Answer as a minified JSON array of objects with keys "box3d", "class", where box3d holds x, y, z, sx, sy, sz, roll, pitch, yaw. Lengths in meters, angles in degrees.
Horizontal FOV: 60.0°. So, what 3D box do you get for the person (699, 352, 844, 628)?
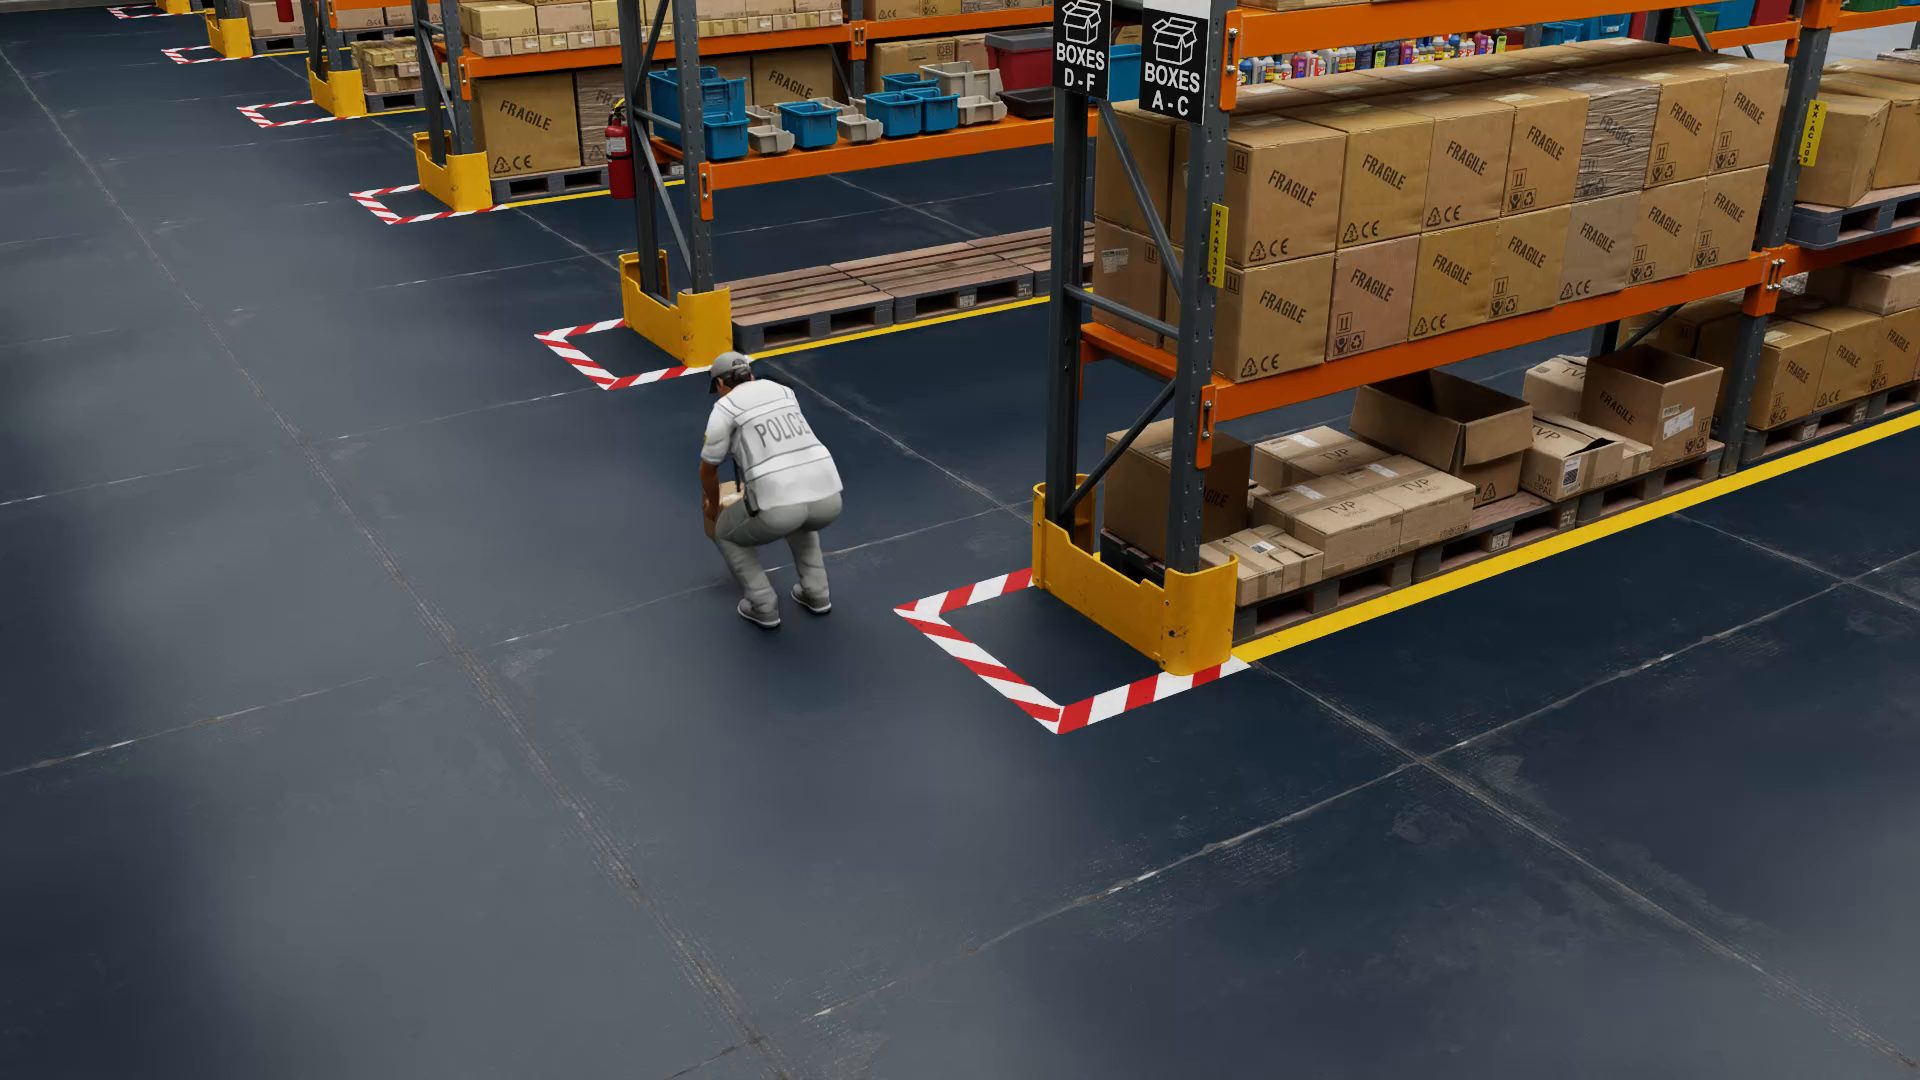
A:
[{"box3d":[-0.900,-0.224,7.729,0.541,1.212,0.803,-15,29,-29],"class":"person"}]
